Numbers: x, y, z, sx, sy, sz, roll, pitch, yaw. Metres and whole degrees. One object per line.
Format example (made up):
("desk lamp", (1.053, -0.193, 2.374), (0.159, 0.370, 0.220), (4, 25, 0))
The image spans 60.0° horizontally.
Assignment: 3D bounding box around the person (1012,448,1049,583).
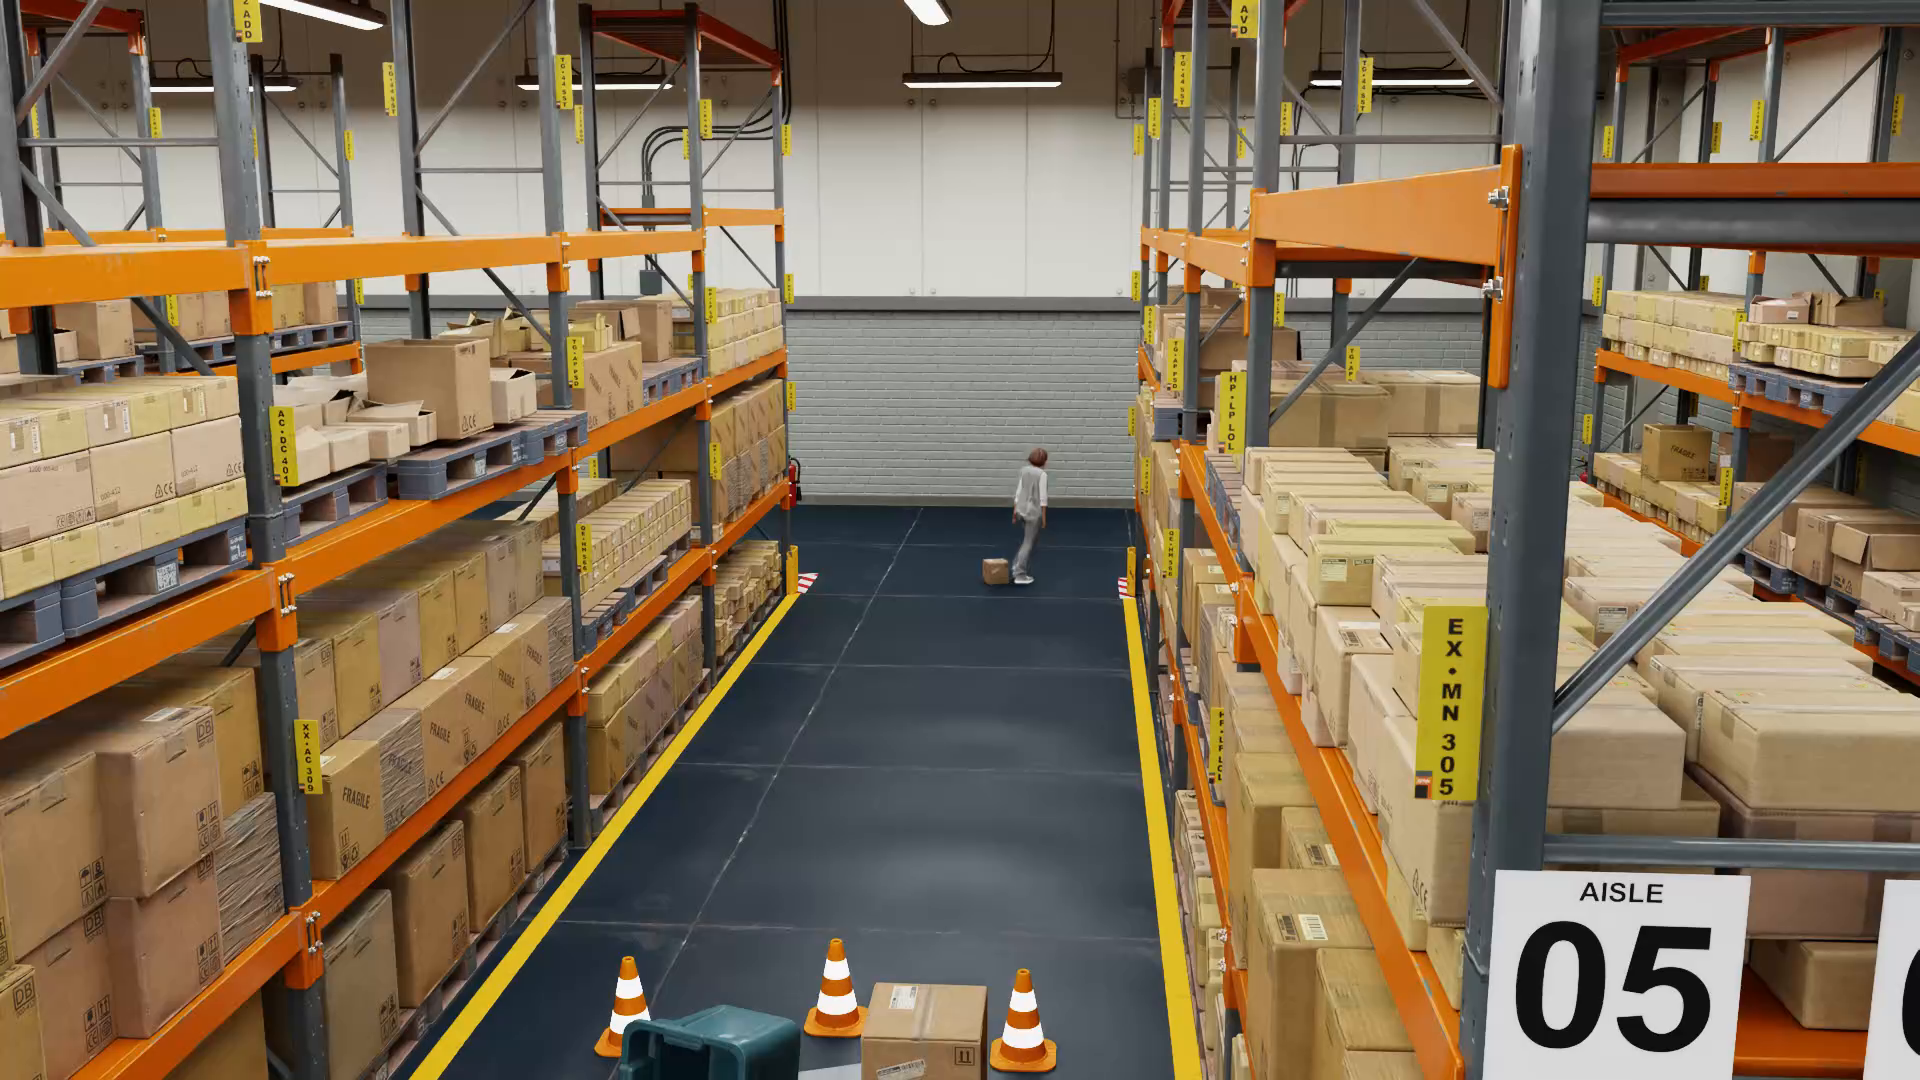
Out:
("person", (0.818, -0.281, 19.320), (0.475, 1.580, 0.442), (-9, 14, -37))
